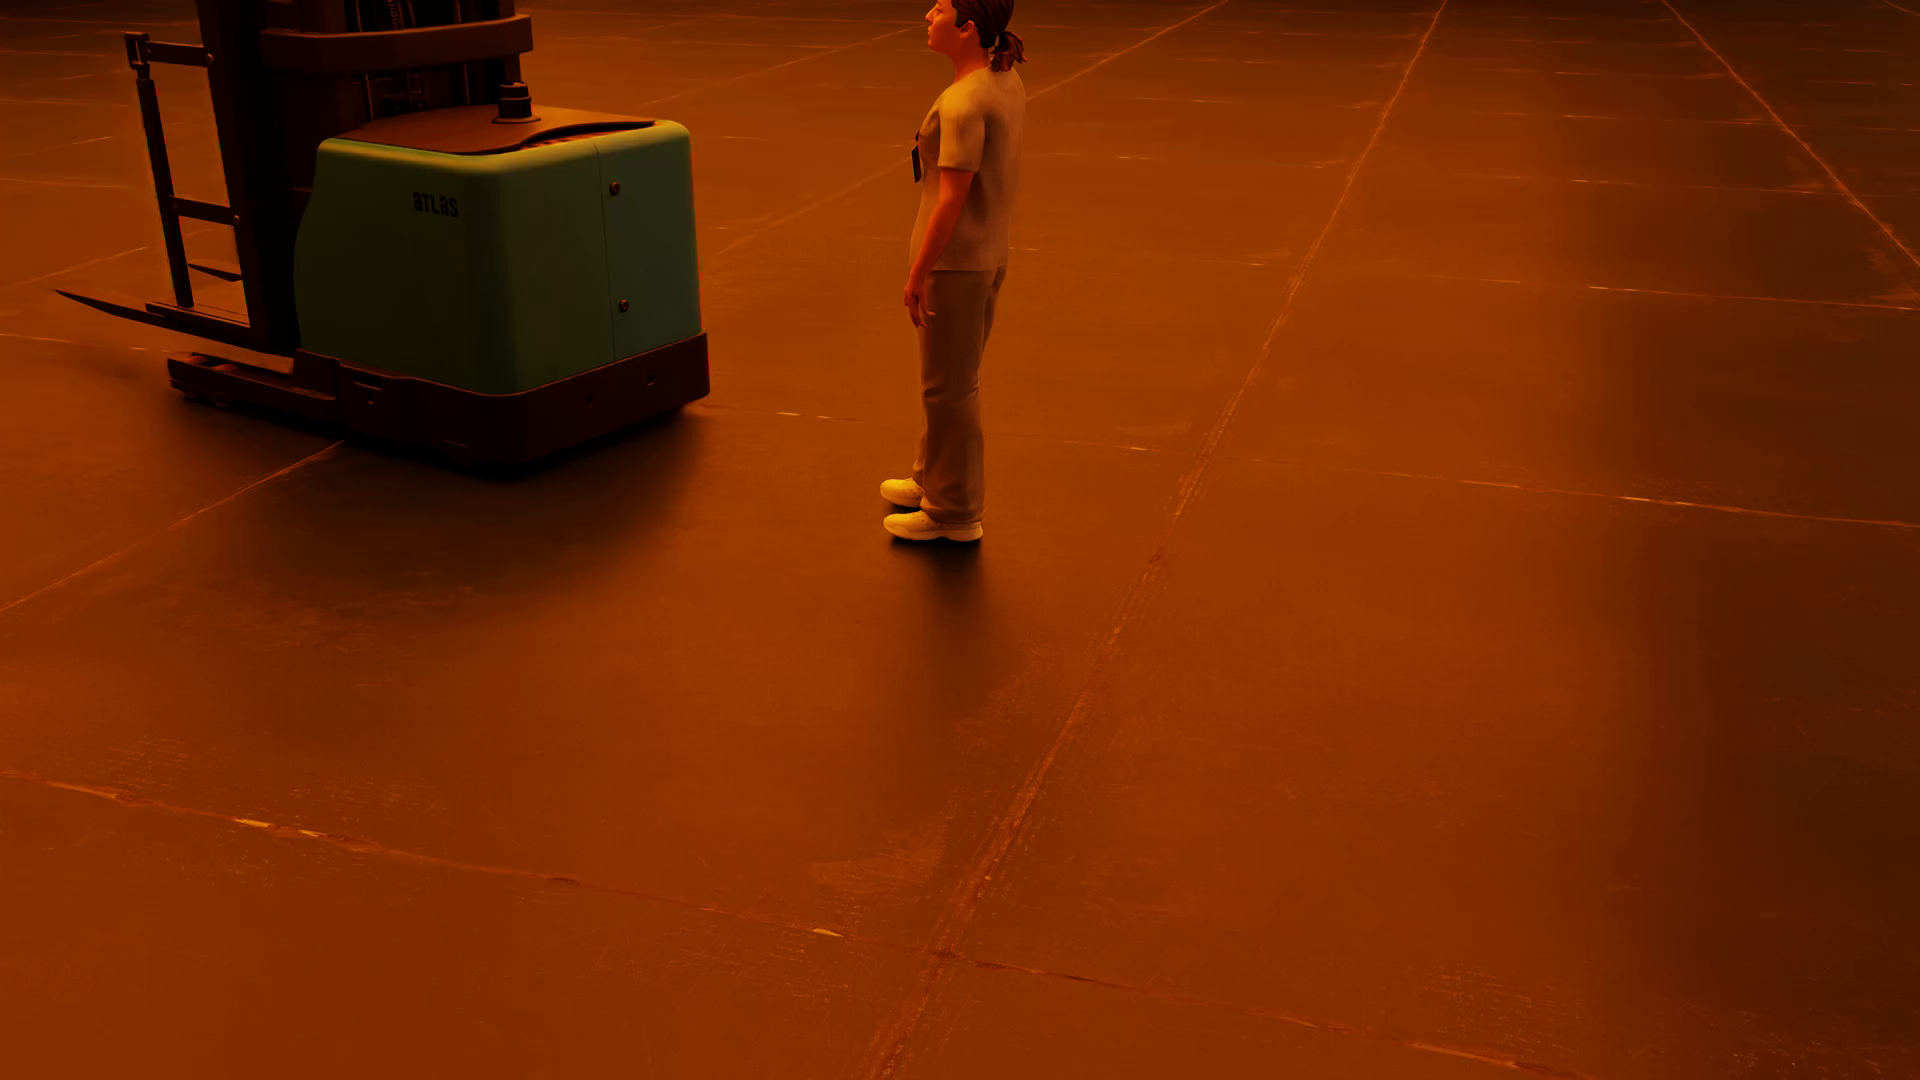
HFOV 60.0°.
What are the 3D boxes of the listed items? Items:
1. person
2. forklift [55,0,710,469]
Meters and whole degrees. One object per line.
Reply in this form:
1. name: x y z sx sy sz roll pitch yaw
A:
1. person: -0.074 -0.795 4.832 0.533 1.675 0.550 7 23 16
2. forklift: -2.451 -2.011 6.151 3.031 2.935 1.130 14 26 31
